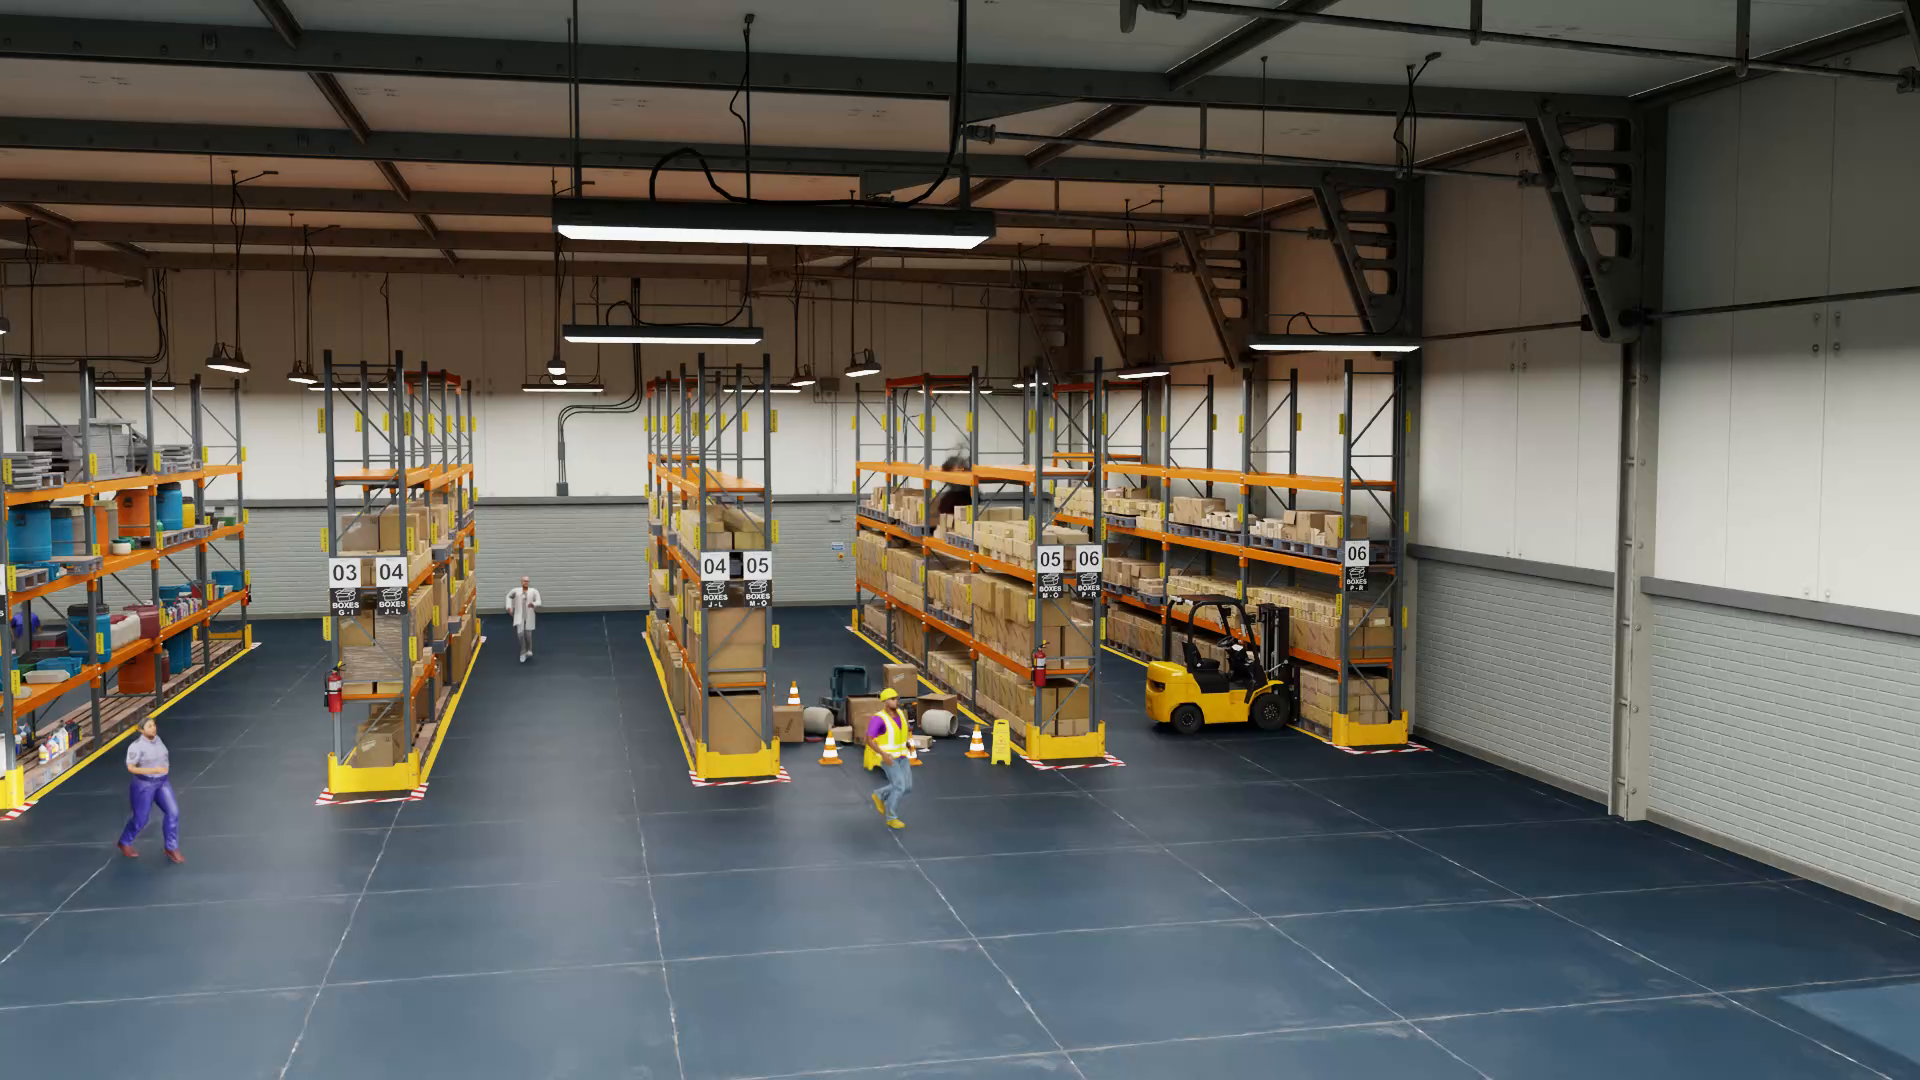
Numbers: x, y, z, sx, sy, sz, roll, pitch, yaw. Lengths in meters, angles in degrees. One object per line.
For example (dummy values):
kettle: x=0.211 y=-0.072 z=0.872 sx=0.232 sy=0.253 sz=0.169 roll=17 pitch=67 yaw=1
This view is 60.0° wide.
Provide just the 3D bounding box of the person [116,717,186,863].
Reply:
person: x=-9.289 y=2.909 z=19.041 sx=0.830 sy=1.608 sz=0.609 roll=2 pitch=4 yaw=21

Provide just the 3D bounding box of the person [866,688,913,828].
person: x=-0.889 y=2.702 z=20.752 sx=0.561 sy=1.732 sz=0.693 roll=3 pitch=5 yaw=37

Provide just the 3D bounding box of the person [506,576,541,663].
person: x=-9.264 y=1.682 z=35.337 sx=0.718 sy=1.823 sz=0.843 roll=-1 pitch=4 yaw=-18

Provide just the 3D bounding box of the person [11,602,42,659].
person: x=-18.020 y=1.975 z=32.055 sx=0.563 sy=1.611 sz=0.559 roll=-2 pitch=4 yaw=-28
